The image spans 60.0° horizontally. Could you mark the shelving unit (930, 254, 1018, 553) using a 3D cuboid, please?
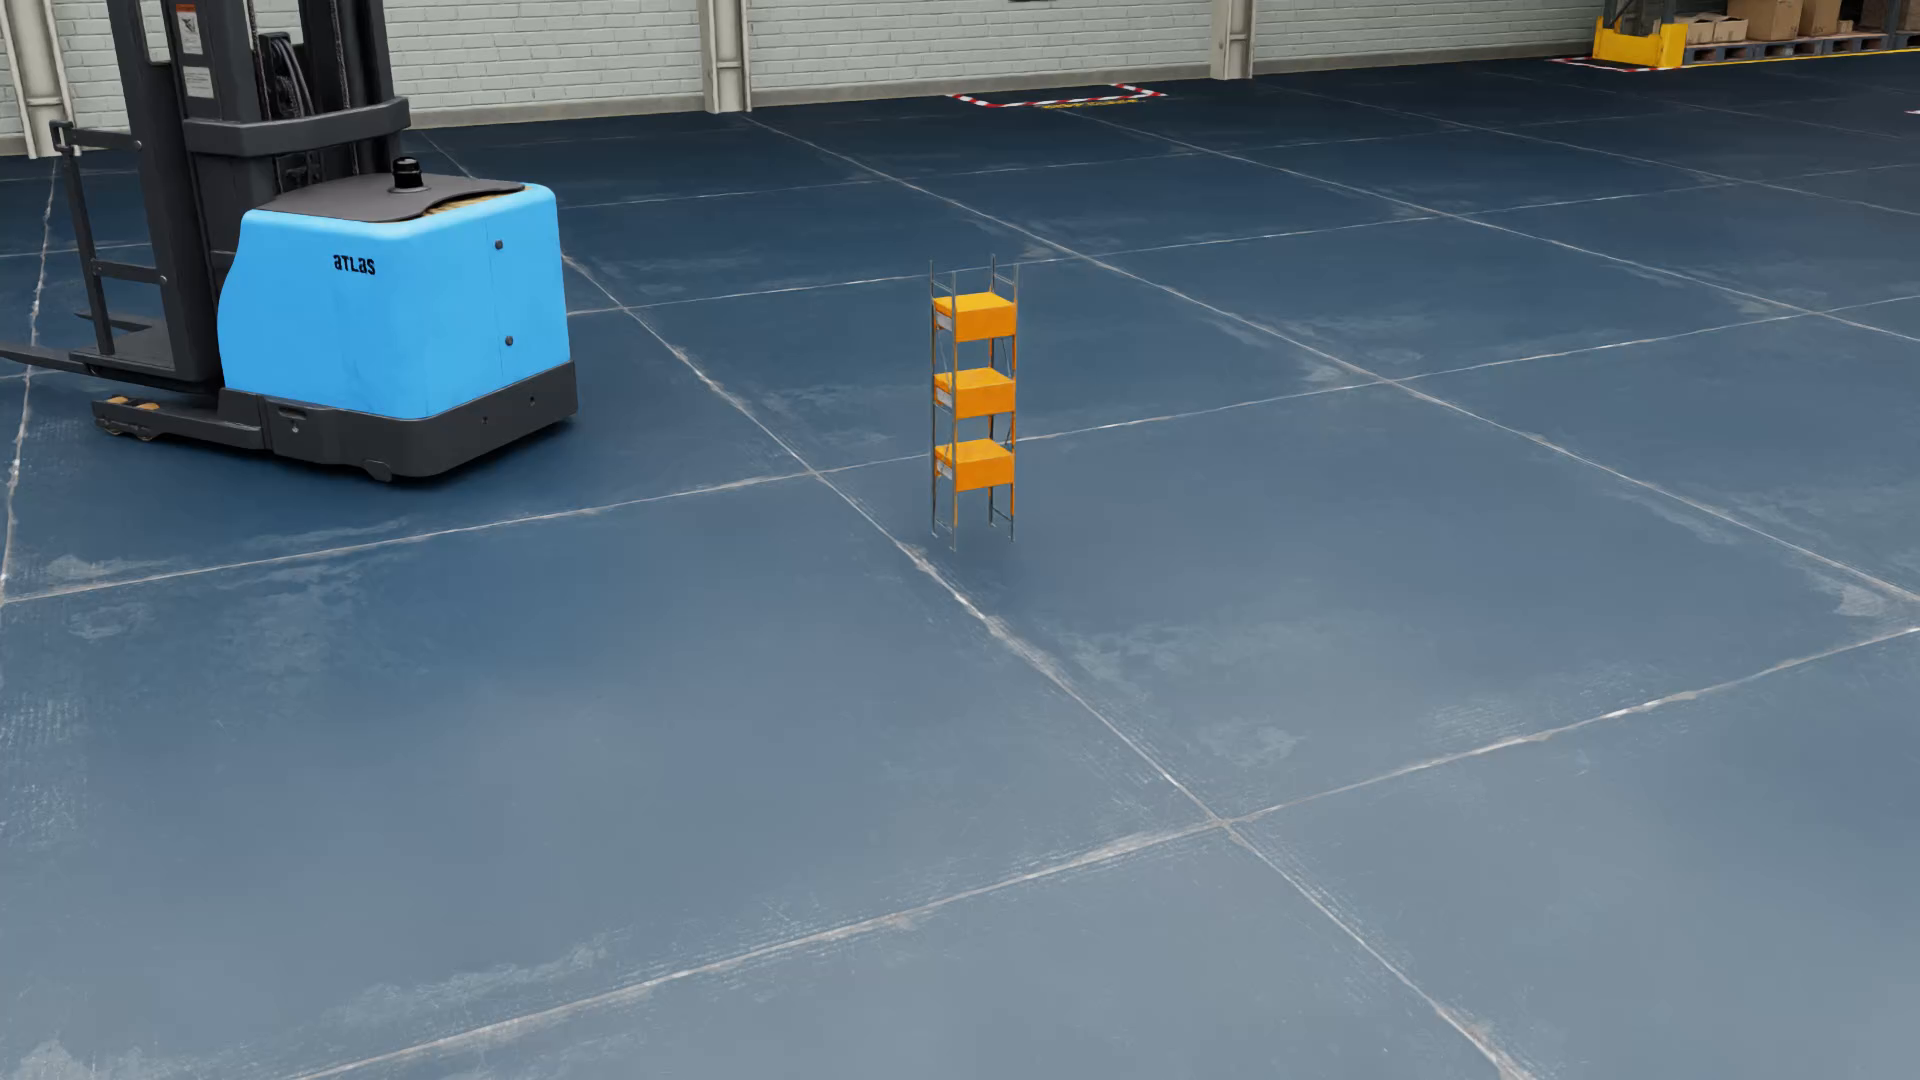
[{"bbox_3d":[0.048,-0.494,6.071,0.252,1.050,0.215,-10,25,-24],"label":"shelving unit"}]

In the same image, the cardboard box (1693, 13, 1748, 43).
[{"bbox_3d":[9.417,-6.389,20.703,0.500,0.311,0.500,-8,24,-19],"label":"cardboard box"}]

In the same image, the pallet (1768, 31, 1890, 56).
[{"bbox_3d":[11.256,-6.501,21.680,1.213,0.211,1.003,-10,25,-24],"label":"pallet"}]

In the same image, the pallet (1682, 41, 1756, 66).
[{"bbox_3d":[9.057,-6.096,20.702,1.213,0.211,1.003,-10,25,-24],"label":"pallet"}]

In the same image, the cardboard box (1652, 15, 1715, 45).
[{"bbox_3d":[8.904,-6.294,20.475,0.500,0.311,0.500,-14,26,-30],"label":"cardboard box"}]

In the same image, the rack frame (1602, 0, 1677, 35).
[{"bbox_3d":[8.241,-7.250,19.842,0.127,3.000,1.000,-10,25,-24],"label":"rack frame"}]

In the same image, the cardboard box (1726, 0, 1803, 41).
[{"bbox_3d":[10.100,-6.581,20.919,0.500,0.500,0.700,-12,25,-27],"label":"cardboard box"}]

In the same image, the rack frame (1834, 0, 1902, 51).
[{"bbox_3d":[11.845,-7.913,21.445,0.127,3.000,1.000,-10,25,-24],"label":"rack frame"}]

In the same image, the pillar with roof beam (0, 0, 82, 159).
[{"bbox_3d":[-5.855,-5.966,8.898,0.400,9.000,9.100,-10,25,-24],"label":"pillar with roof beam"}]

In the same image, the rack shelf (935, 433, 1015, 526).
[{"bbox_3d":[0.048,-0.227,6.181,0.240,0.259,0.215,-10,25,-24],"label":"rack shelf"}]

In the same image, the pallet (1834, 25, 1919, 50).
[{"bbox_3d":[12.546,-6.754,22.292,1.213,0.211,1.003,-10,25,-24],"label":"pallet"}]

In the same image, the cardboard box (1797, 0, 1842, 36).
[{"bbox_3d":[10.928,-6.776,21.390,0.500,0.500,0.500,-12,26,-28],"label":"cardboard box"}]

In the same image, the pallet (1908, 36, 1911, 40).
[{"bbox_3d":[13.647,-6.958,22.784,1.213,0.211,1.003,-10,25,-24],"label":"pallet"}]

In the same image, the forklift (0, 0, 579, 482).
[{"bbox_3d":[-3.269,-1.958,7.148,3.031,2.935,1.130,10,25,24],"label":"forklift"}]

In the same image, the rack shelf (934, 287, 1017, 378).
[{"bbox_3d":[0.048,-0.746,5.966,0.240,0.259,0.215,-10,25,-24],"label":"rack shelf"}]

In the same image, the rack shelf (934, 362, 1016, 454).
[{"bbox_3d":[0.048,-0.484,6.075,0.240,0.259,0.215,-10,25,-24],"label":"rack shelf"}]

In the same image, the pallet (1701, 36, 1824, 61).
[{"bbox_3d":[10.155,-6.297,21.187,1.213,0.211,1.003,-10,25,-24],"label":"pallet"}]

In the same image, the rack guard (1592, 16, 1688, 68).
[{"bbox_3d":[8.310,-6.107,20.351,0.348,0.500,1.175,-10,25,-24],"label":"rack guard"}]

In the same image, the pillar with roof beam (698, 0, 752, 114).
[{"bbox_3d":[-0.449,-6.962,11.303,0.400,9.000,9.100,-10,25,-24],"label":"pillar with roof beam"}]

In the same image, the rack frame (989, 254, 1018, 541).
[{"bbox_3d":[0.158,-0.514,6.120,0.008,1.050,0.200,-10,25,-24],"label":"rack frame"}]

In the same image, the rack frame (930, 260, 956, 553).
[{"bbox_3d":[-0.062,-0.474,6.022,0.008,1.050,0.200,-10,25,-24],"label":"rack frame"}]

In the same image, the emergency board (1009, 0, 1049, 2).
[{"bbox_3d":[0.831,-6.277,17.492,0.626,1.169,0.157,-10,25,-24],"label":"emergency board"}]

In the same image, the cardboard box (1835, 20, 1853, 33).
[{"bbox_3d":[11.376,-6.708,21.663,0.250,0.166,0.380,-14,26,-30],"label":"cardboard box"}]

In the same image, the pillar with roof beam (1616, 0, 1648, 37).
[{"bbox_3d":[10.364,-8.952,16.111,0.400,9.000,9.100,-10,25,-24],"label":"pillar with roof beam"}]

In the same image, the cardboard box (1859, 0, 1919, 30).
[{"bbox_3d":[12.501,-7.089,22.148,0.500,0.500,0.700,-10,24,-22],"label":"cardboard box"}]

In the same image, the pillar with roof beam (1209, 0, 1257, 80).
[{"bbox_3d":[4.958,-7.957,13.707,0.400,9.000,9.100,-10,25,-24],"label":"pillar with roof beam"}]
